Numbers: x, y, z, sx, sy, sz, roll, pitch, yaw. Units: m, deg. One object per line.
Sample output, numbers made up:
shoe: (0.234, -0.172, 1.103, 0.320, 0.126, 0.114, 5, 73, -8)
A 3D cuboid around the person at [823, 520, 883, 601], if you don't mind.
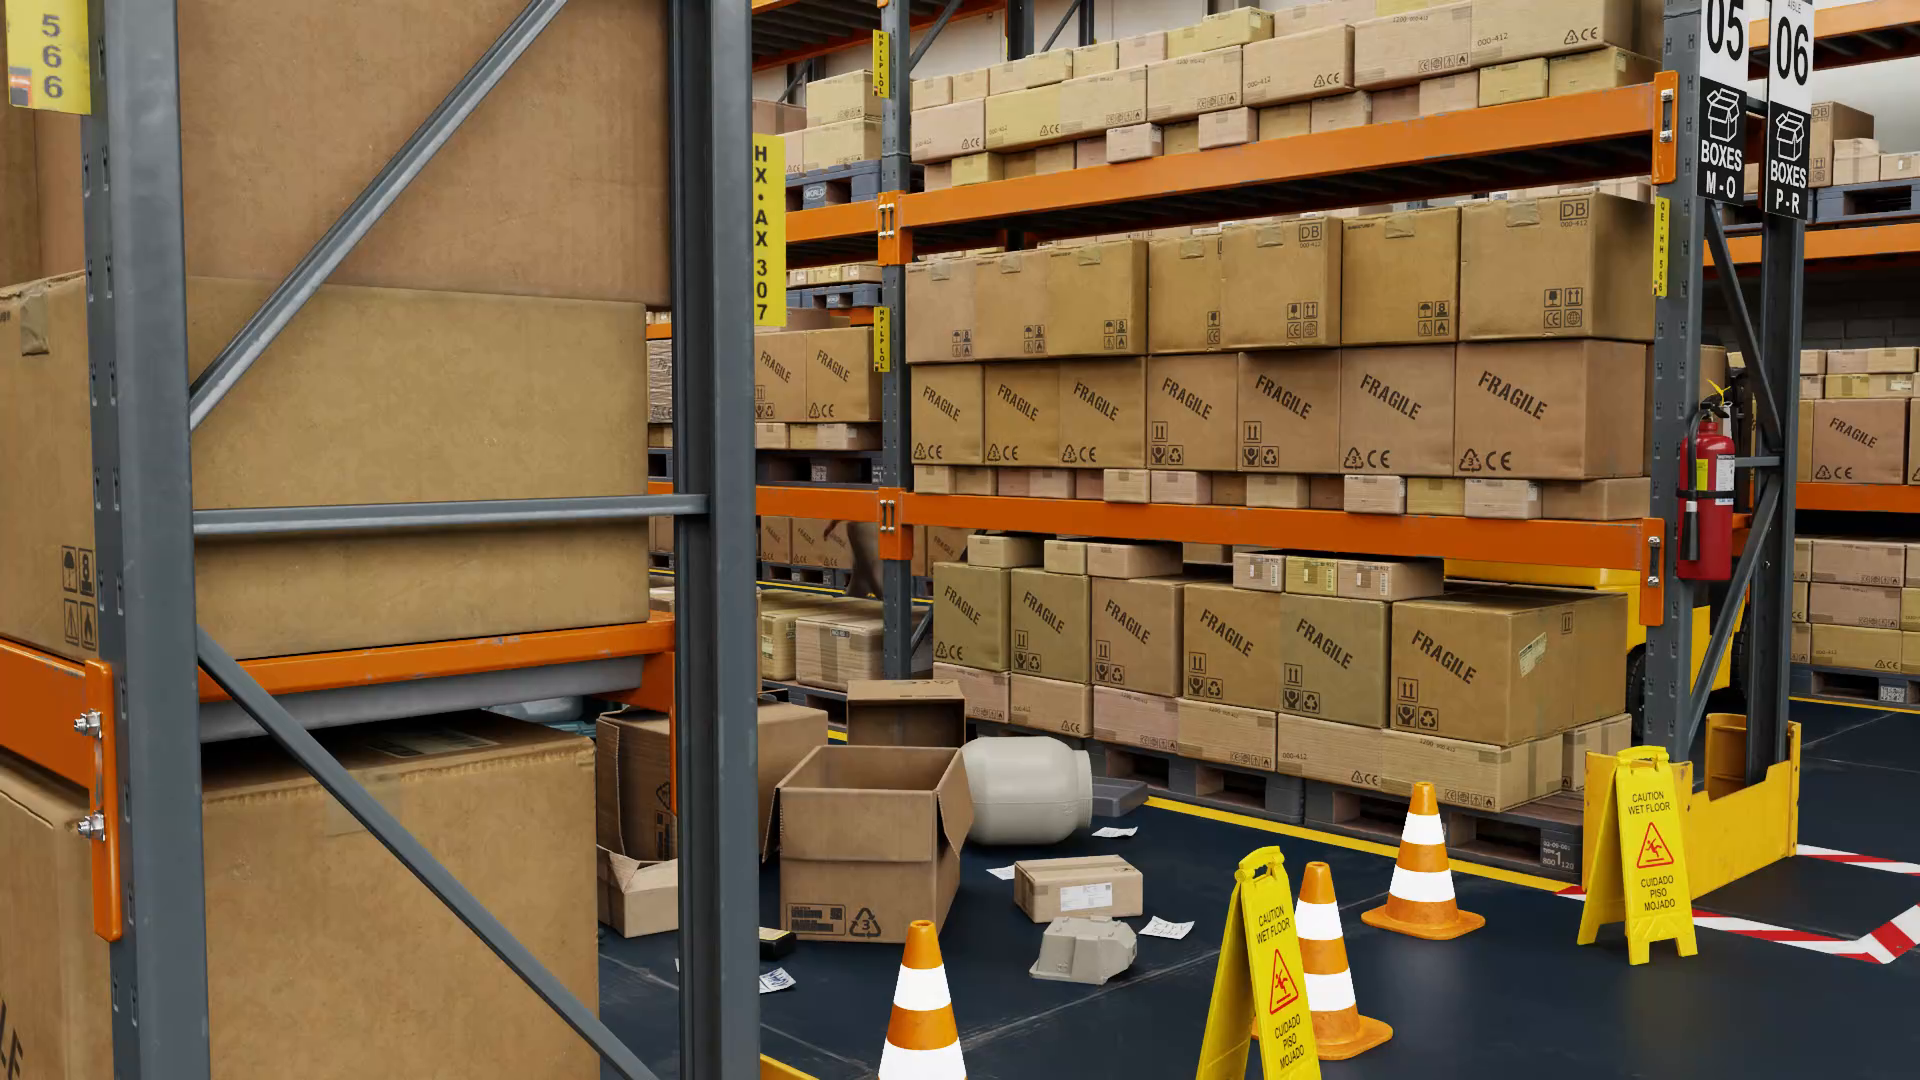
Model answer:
person: (-0.757, -0.102, 12.702, 1.045, 1.661, 0.548, 3, 5, 38)
